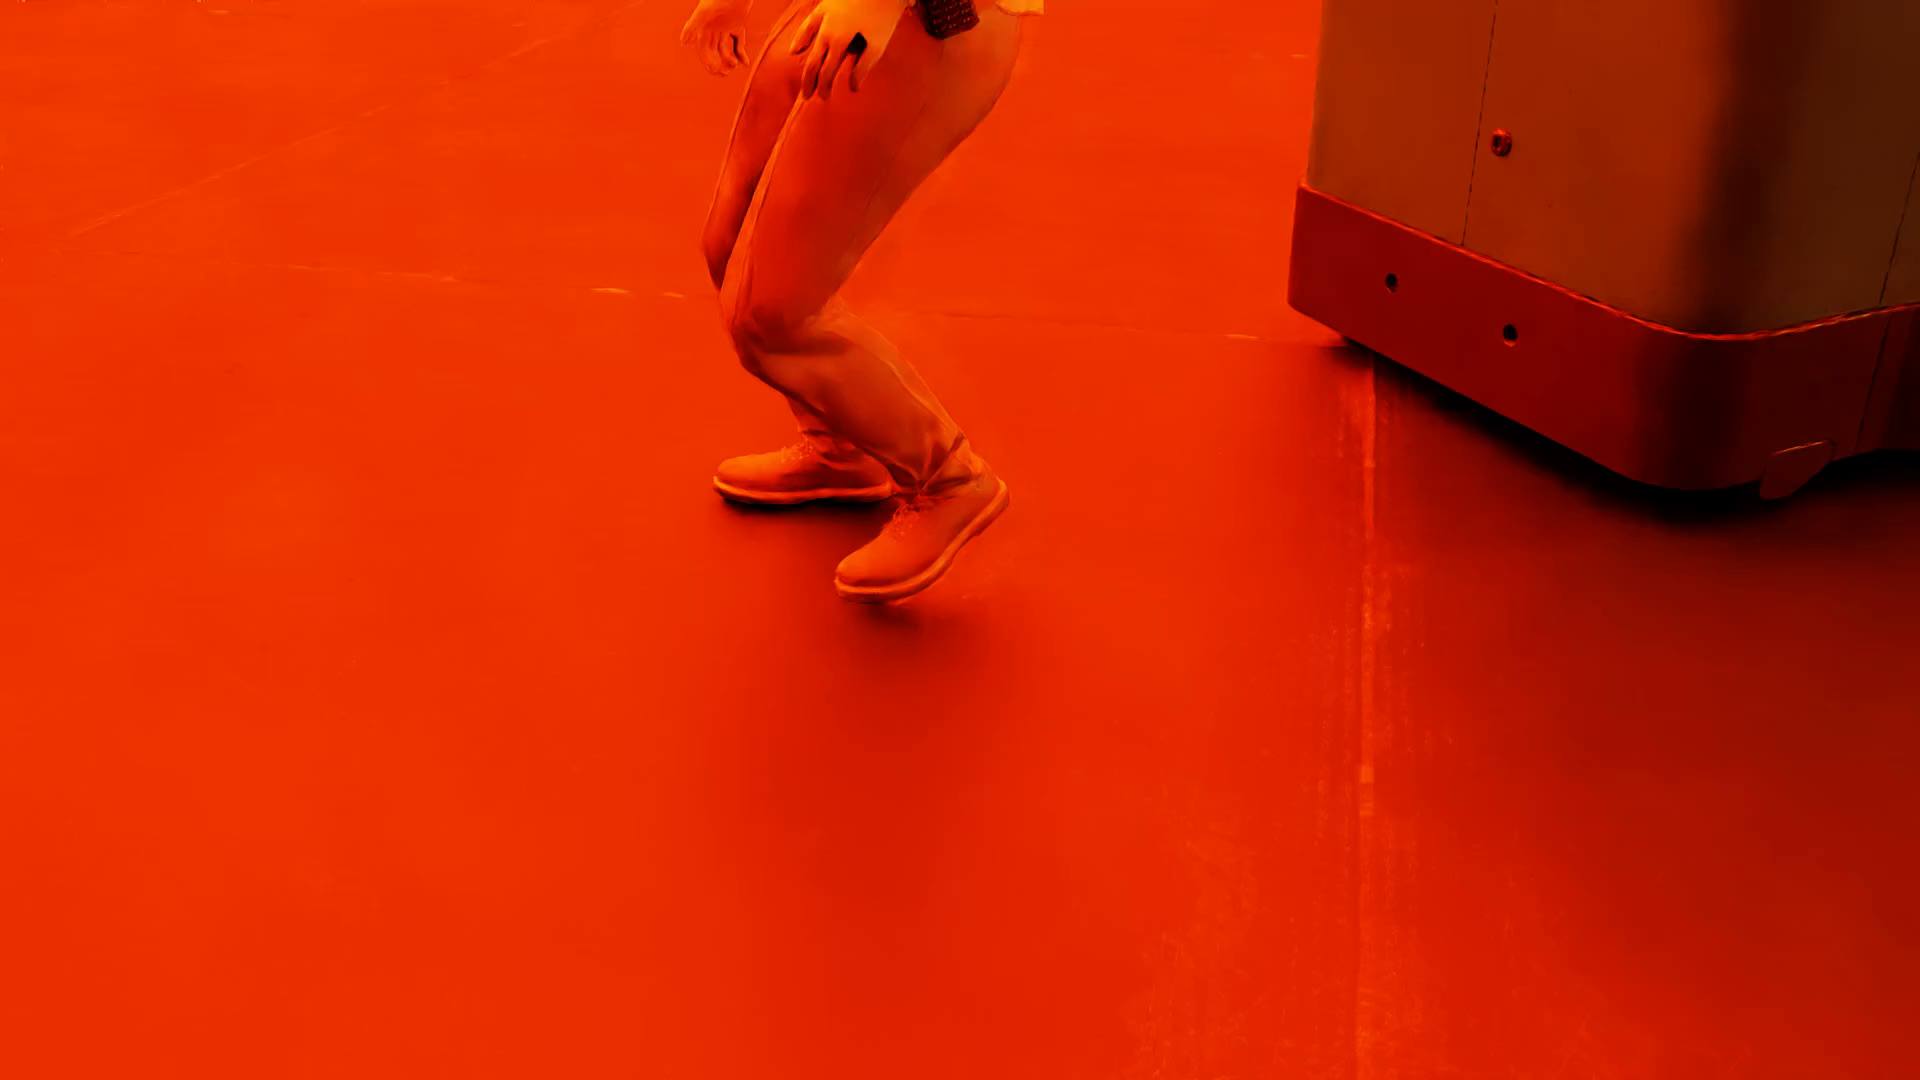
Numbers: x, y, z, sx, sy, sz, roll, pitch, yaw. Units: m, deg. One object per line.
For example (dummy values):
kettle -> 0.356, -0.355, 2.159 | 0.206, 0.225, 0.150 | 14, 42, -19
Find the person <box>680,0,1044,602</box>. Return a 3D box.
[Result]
person -> -0.152, -0.686, 2.103 | 0.429, 1.578, 0.740 | -8, 28, -16

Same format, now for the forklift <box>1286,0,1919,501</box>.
forklift -> 2.199, -1.806, 2.825 | 3.031, 2.935, 1.130 | -12, 29, -22
